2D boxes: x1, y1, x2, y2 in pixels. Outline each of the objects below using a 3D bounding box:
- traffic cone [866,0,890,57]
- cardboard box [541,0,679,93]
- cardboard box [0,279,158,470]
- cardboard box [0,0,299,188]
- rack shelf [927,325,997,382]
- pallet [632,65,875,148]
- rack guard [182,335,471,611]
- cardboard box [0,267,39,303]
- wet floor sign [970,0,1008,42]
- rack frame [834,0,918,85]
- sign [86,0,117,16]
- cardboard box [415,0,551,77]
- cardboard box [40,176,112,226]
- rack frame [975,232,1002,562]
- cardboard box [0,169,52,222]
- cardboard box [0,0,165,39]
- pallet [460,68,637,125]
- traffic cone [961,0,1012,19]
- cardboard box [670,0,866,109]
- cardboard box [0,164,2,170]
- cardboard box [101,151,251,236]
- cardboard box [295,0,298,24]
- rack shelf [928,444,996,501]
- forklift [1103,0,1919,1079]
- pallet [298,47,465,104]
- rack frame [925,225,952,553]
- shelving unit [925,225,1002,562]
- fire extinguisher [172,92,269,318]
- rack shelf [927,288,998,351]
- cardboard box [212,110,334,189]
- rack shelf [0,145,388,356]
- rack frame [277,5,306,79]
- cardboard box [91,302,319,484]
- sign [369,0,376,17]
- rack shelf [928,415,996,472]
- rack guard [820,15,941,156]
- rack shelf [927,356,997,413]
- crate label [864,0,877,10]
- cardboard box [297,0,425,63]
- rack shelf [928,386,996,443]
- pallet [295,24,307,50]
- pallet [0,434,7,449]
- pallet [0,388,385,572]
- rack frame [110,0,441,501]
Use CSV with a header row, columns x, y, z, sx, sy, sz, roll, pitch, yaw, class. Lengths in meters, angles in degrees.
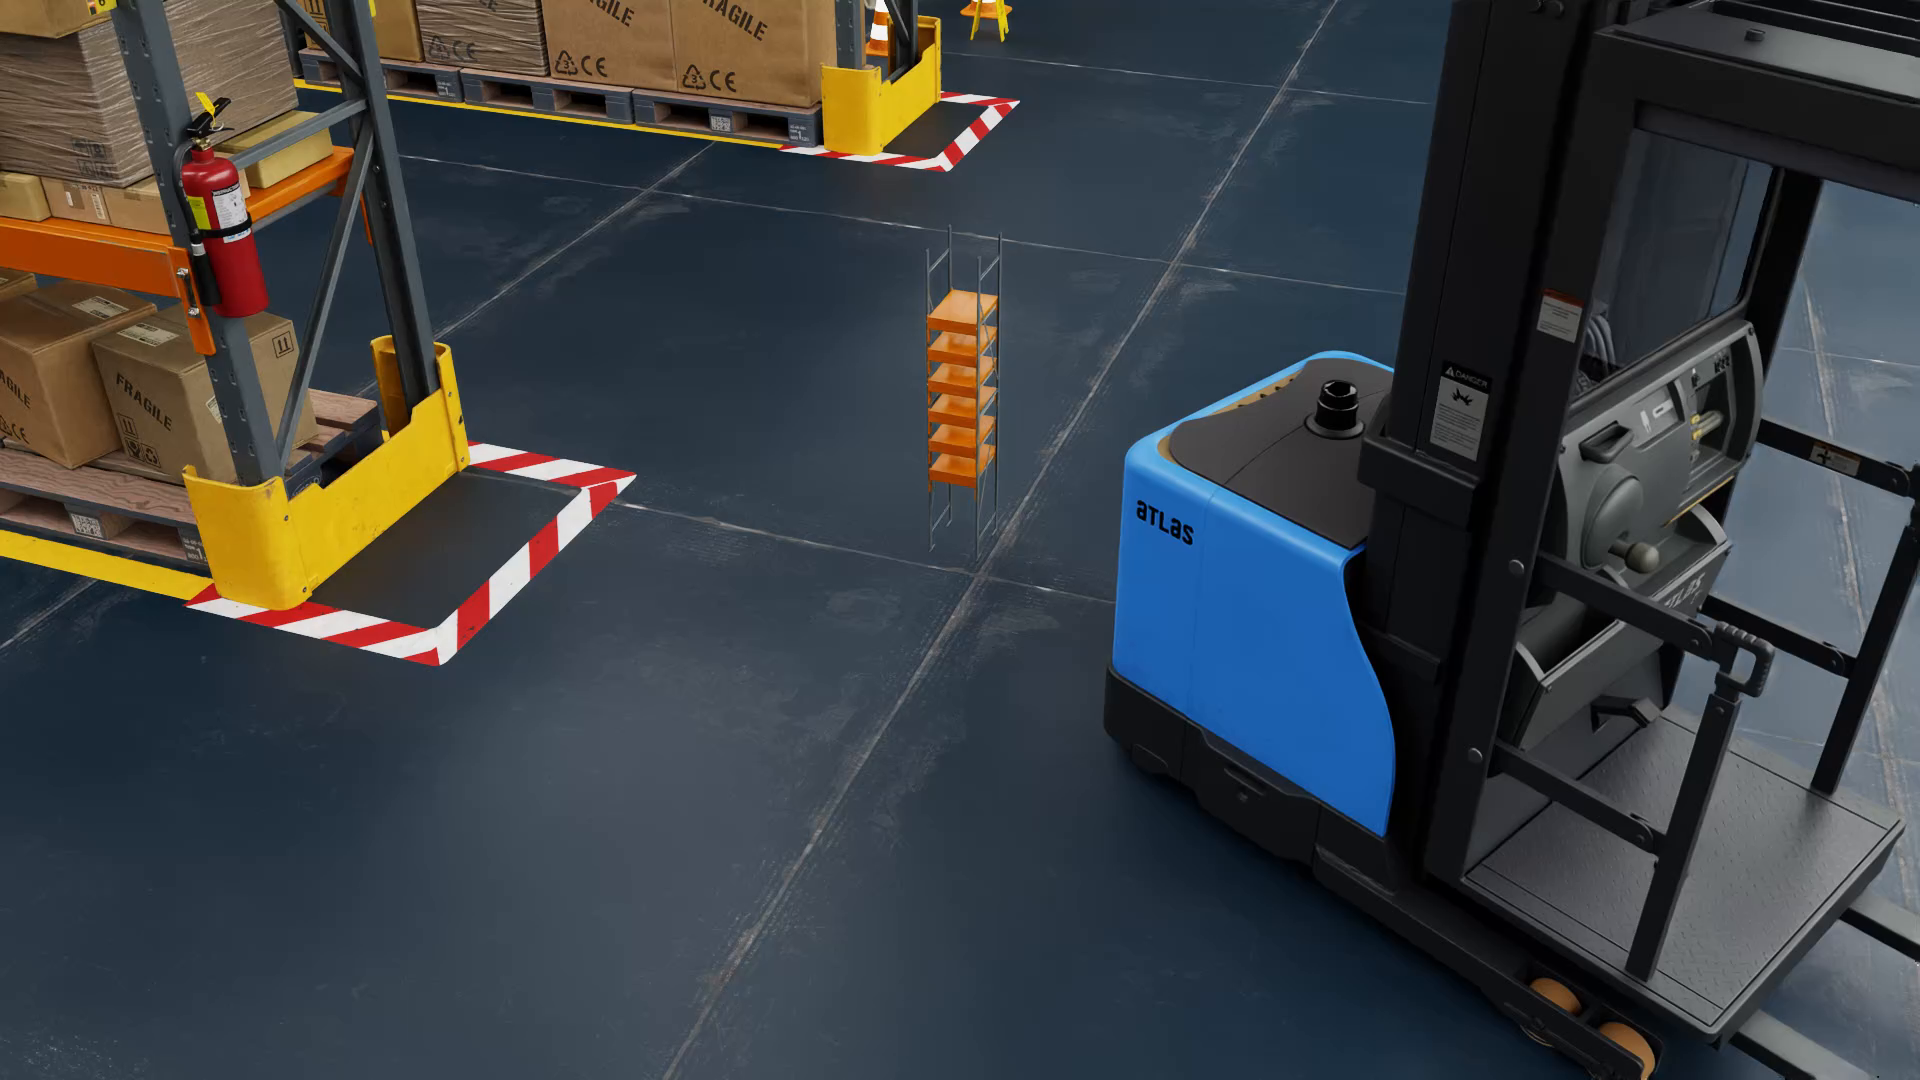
x,y,z,sx,sy,sz,roll,pitch,yaw,class
-0.506,-3.587,11.380,0.334,0.463,0.336,11,34,16,traffic cone
-1.975,-3.365,10.268,0.875,0.875,0.875,10,34,16,cardboard box
-3.411,-0.658,6.421,0.500,0.500,0.500,21,38,29,cardboard box
-2.763,-1.598,5.594,0.500,0.500,0.875,11,34,16,cardboard box
0.014,-0.666,5.814,0.180,0.103,0.258,11,34,16,rack shelf
-1.265,-2.766,10.339,1.213,0.211,1.003,11,34,16,pallet
-2.326,-0.280,6.223,0.348,0.500,1.175,11,34,16,rack guard
-3.993,-0.782,6.613,0.500,0.500,0.500,14,35,21,cardboard box
0.210,-3.847,11.614,0.232,0.644,0.267,5,33,8,wet floor sign
-0.486,-3.831,9.418,0.127,3.000,1.000,11,34,16,rack frame
-2.460,-1.656,4.691,0.005,0.325,0.100,11,34,16,sign
-2.833,-3.533,10.528,0.875,0.875,0.875,11,35,17,cardboard box
-2.827,-1.204,5.581,0.250,0.149,0.380,11,34,16,cardboard box
0.100,-0.485,5.895,0.006,1.200,0.240,11,34,16,rack frame
-3.080,-1.223,5.611,0.250,0.149,0.380,11,34,16,cardboard box
-2.855,-1.878,5.105,0.500,0.500,0.500,11,34,16,cardboard box
-2.409,-2.990,10.686,1.213,0.211,1.003,11,34,16,pallet
0.195,-4.102,12.177,0.334,0.463,0.336,11,34,16,traffic cone
-1.146,-3.205,10.020,0.875,0.875,0.875,11,35,17,cardboard box
-3.274,-1.629,5.640,0.500,0.500,0.875,11,34,16,cardboard box
-2.592,-1.158,5.510,0.250,0.149,0.380,11,34,16,cardboard box
-4.866,-3.862,11.153,0.750,0.750,1.050,11,34,16,cardboard box
0.014,-0.262,6.075,0.180,0.103,0.258,11,34,16,rack shelf
1.812,-0.178,3.824,1.130,2.935,3.031,-26,41,-34,forklift
-3.562,-3.212,11.031,1.213,0.211,1.003,11,34,16,pallet
-0.073,-0.518,5.946,0.006,1.200,0.240,11,34,16,rack frame
0.014,-0.501,5.920,0.189,1.200,0.258,11,34,16,shelving unit
-2.302,-1.028,5.148,0.183,0.674,0.296,11,34,16,fire extinguisher
0.014,-0.767,5.749,0.180,0.103,0.258,11,34,16,rack shelf
-2.442,-1.385,5.861,0.250,0.149,0.380,11,34,16,cardboard box
-4.137,-1.380,6.286,4.000,0.370,1.077,11,34,16,rack shelf
-4.251,-4.563,10.552,0.127,3.000,1.000,11,34,16,rack frame
-2.836,-0.566,6.278,0.500,0.500,0.500,18,37,25,cardboard box
-2.071,-1.957,5.718,0.005,0.325,0.100,11,34,16,sign
0.014,-0.363,6.010,0.180,0.103,0.258,11,34,16,rack shelf
-0.463,-2.776,10.089,0.348,0.500,1.175,11,34,16,rack guard
0.014,-0.565,5.879,0.180,0.103,0.258,11,34,16,rack shelf
-0.566,-4.077,12.439,0.298,0.136,0.250,-6,33,-9,crate label
-3.683,-3.696,10.780,0.875,0.875,0.875,12,35,17,cardboard box
0.014,-0.464,5.945,0.180,0.103,0.258,11,34,16,rack shelf
-5.003,-3.494,11.467,1.213,0.211,1.003,11,34,16,pallet
-4.223,-0.550,6.907,1.213,0.211,1.003,11,34,16,pallet
-3.078,-0.326,6.560,1.213,0.211,1.003,11,34,16,pallet
-2.254,-1.317,5.524,0.127,3.000,1.000,11,34,16,rack frame
